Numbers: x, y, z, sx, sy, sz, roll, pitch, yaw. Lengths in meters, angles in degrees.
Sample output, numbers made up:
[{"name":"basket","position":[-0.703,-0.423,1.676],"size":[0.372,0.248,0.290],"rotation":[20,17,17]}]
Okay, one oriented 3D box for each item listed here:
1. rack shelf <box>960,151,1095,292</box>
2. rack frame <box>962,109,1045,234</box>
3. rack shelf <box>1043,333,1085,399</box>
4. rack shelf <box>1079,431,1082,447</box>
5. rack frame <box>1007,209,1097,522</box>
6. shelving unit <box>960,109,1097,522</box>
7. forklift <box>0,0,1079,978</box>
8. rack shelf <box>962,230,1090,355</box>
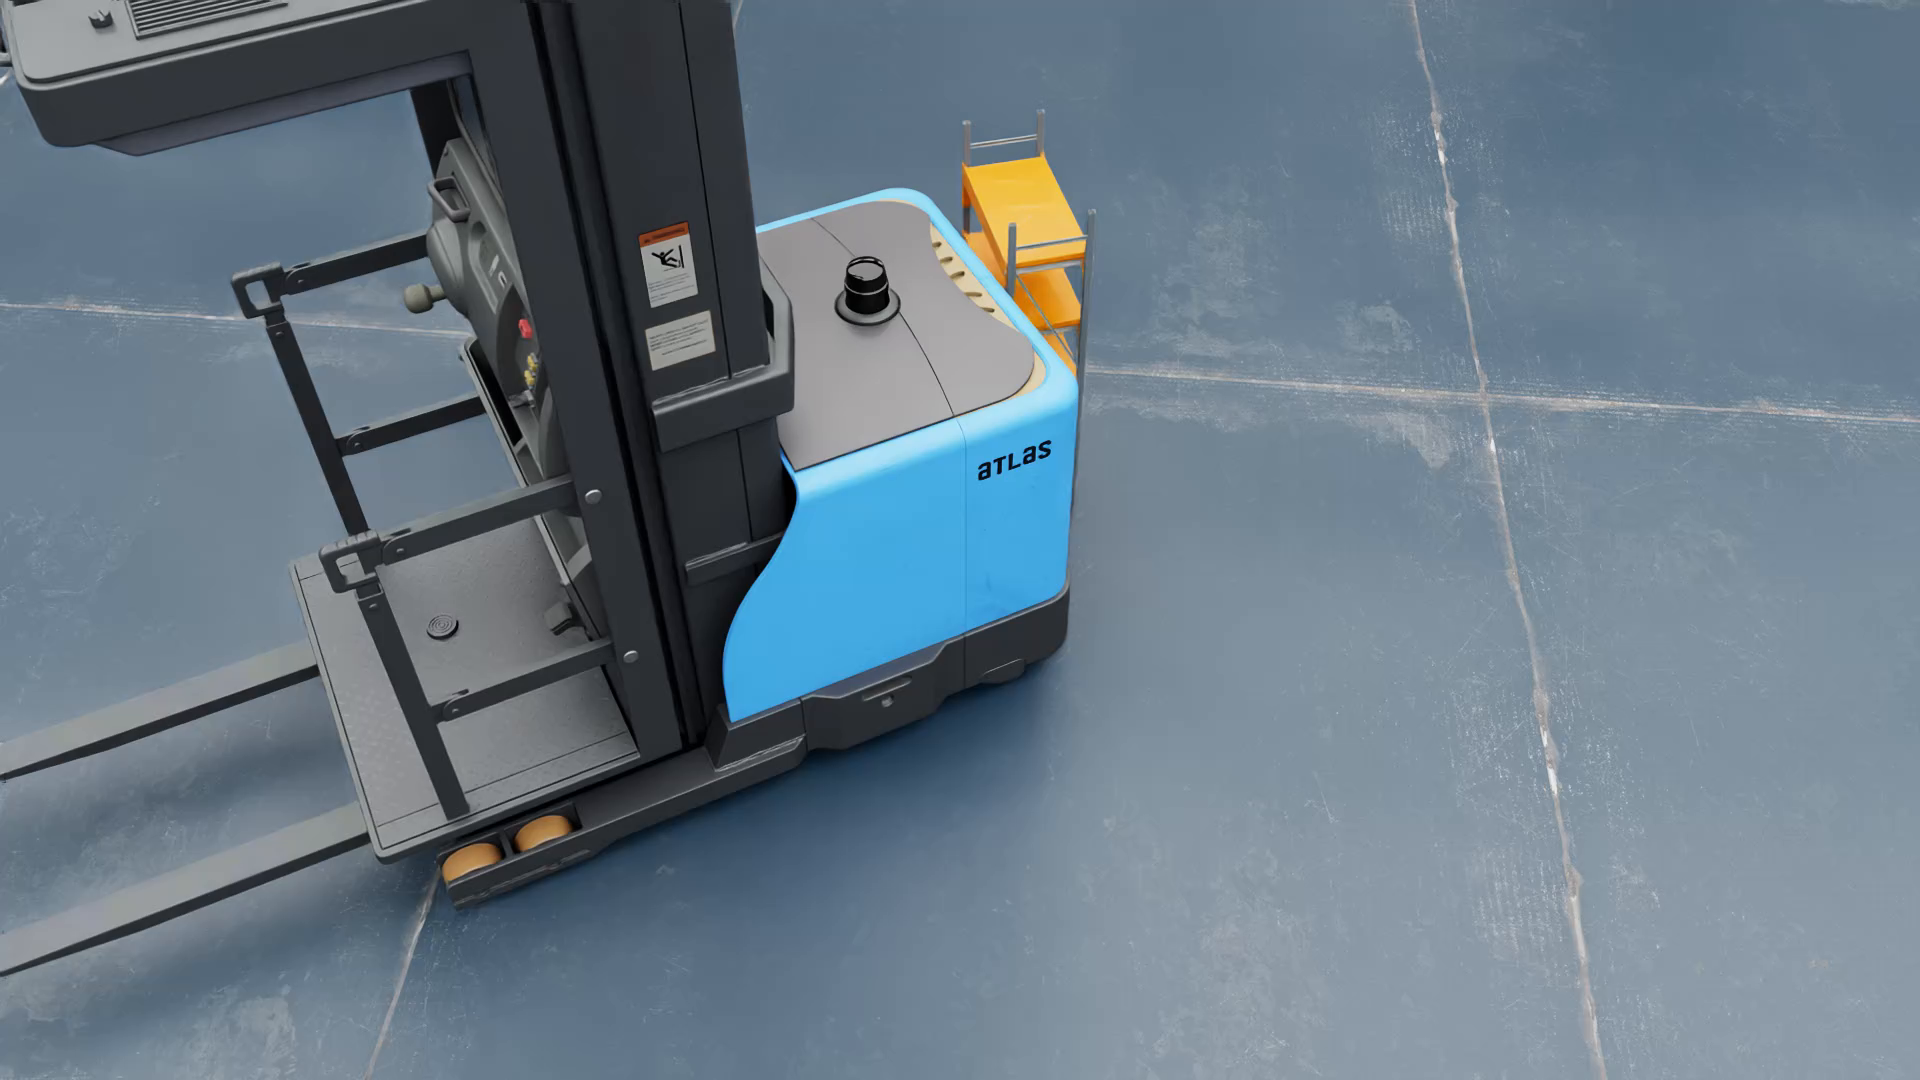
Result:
[{"name":"rack shelf","position":[0.185,-0.889,4.717],"size":[0.258,0.148,0.480],"rotation":[-11,48,-10]},{"name":"rack frame","position":[0.125,-0.798,5.167],"size":[0.240,1.200,0.015],"rotation":[-11,48,-10]},{"name":"rack shelf","position":[0.185,-0.578,5.057],"size":[0.258,0.148,0.480],"rotation":[-11,48,-10]},{"name":"rack shelf","position":[0.185,-0.444,5.203],"size":[0.258,0.148,0.480],"rotation":[-11,48,-10]},{"name":"rack frame","position":[0.245,-0.449,4.847],"size":[0.240,1.200,0.015],"rotation":[-11,48,-10]},{"name":"shelving unit","position":[0.185,-0.623,5.007],"size":[0.258,1.200,0.503],"rotation":[-11,48,-10]},{"name":"forklift","position":[-1.238,-0.484,3.706],"size":[3.031,2.935,1.130],"rotation":[-20,51,-18]},{"name":"rack shelf","position":[0.185,-0.729,4.892],"size":[0.258,0.148,0.480],"rotation":[-11,48,-10]}]
